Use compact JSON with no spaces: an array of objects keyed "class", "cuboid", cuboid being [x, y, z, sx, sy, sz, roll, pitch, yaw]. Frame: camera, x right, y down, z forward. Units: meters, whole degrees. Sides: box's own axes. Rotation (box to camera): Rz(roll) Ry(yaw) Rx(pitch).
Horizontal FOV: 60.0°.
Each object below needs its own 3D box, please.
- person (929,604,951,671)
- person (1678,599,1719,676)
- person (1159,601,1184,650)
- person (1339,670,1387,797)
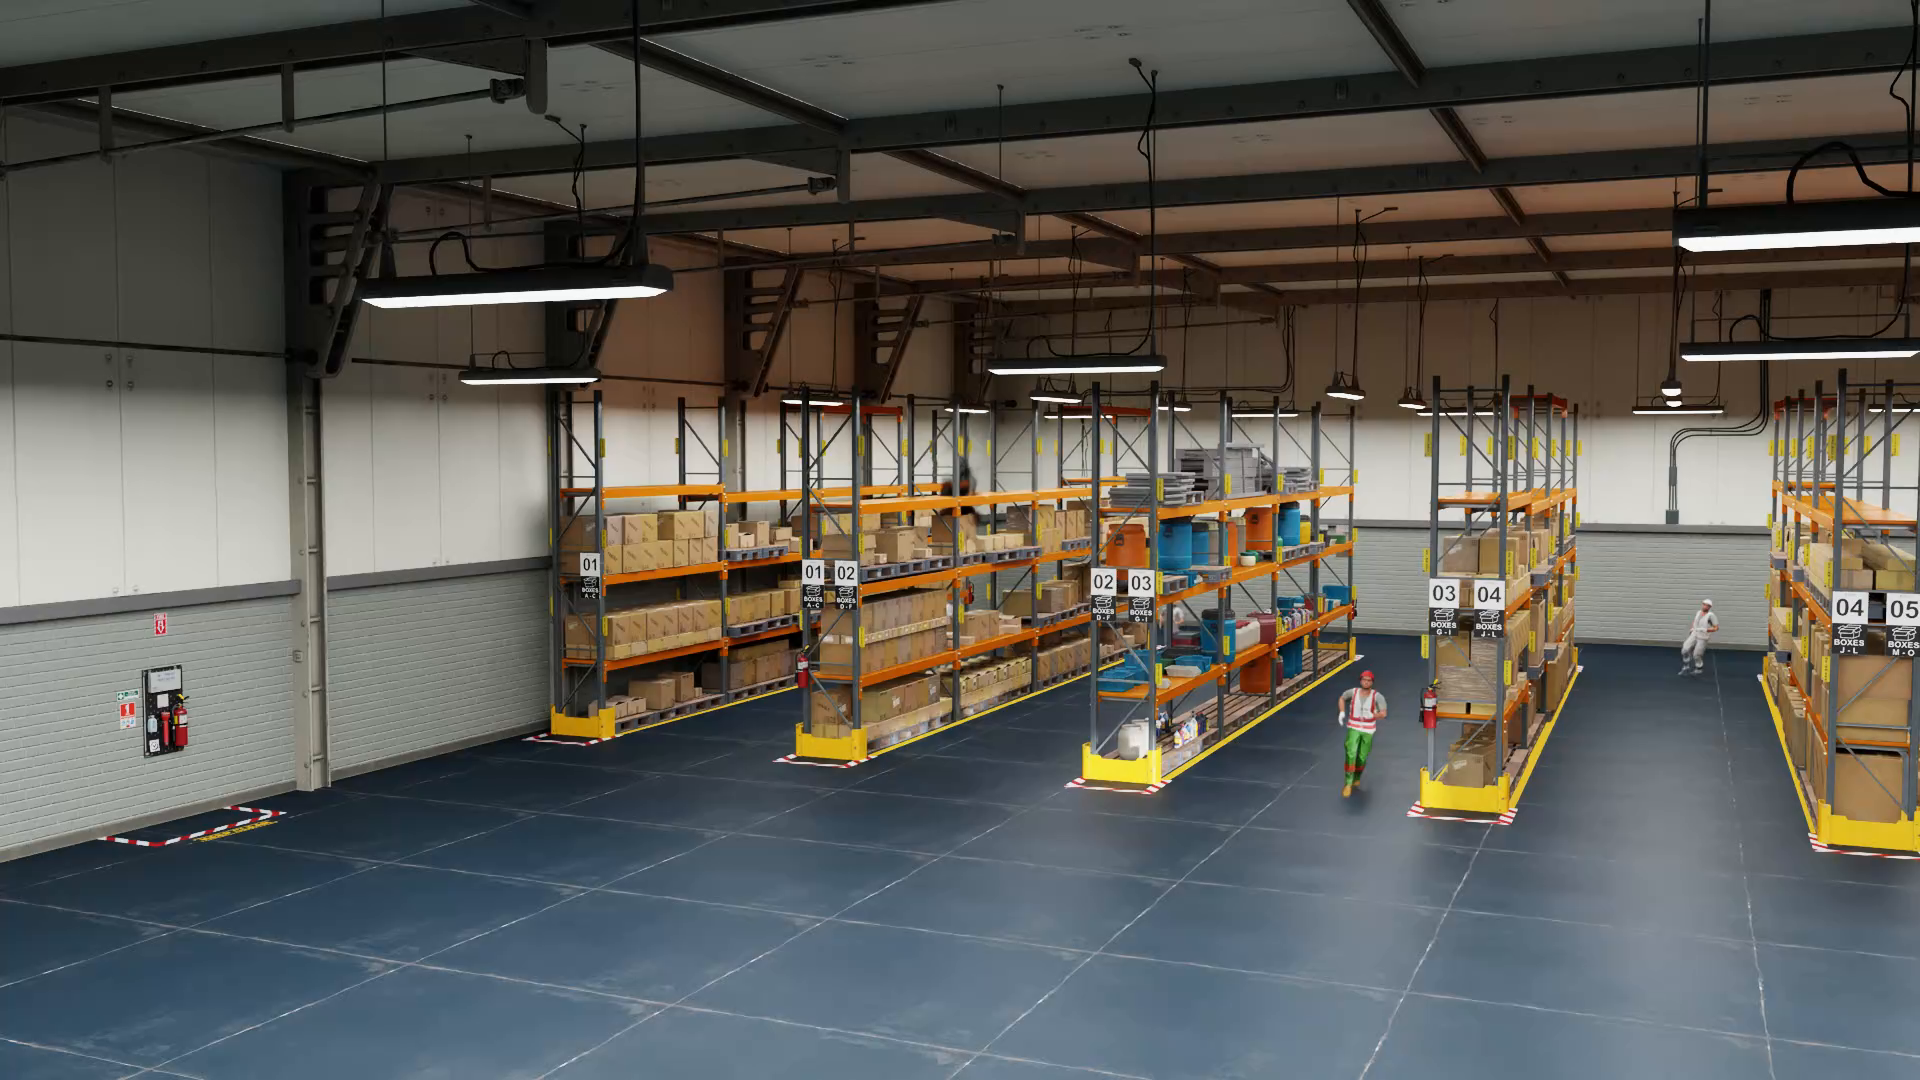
[{"class":"person","cuboid":[-0.497,2.060,37.153,0.666,1.847,0.937,1,3,13]},{"class":"person","cuboid":[16.123,2.147,36.261,0.586,1.722,0.777,-2,4,-29]},{"class":"person","cuboid":[4.766,2.080,37.583,0.589,1.638,0.977,1,3,16]},{"class":"person","cuboid":[5.841,2.712,24.137,0.671,1.661,0.732,1,3,11]}]
